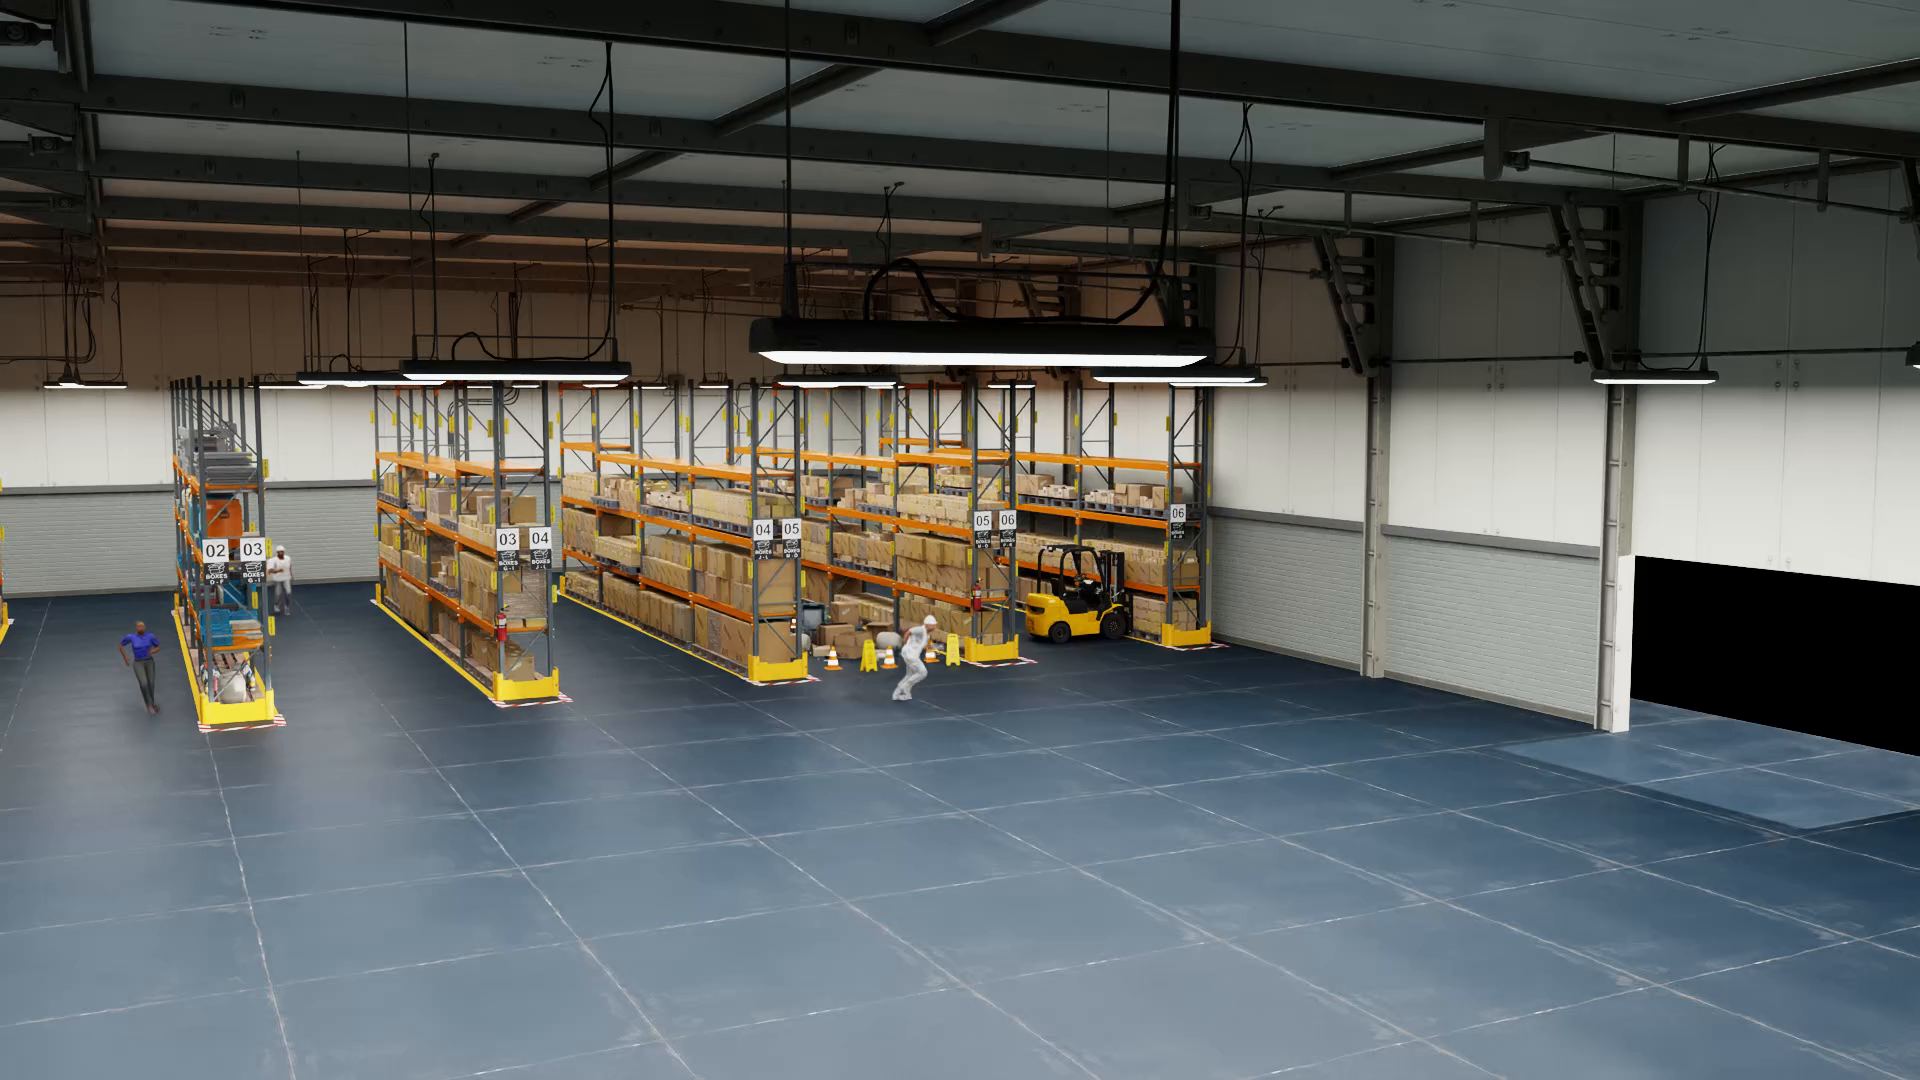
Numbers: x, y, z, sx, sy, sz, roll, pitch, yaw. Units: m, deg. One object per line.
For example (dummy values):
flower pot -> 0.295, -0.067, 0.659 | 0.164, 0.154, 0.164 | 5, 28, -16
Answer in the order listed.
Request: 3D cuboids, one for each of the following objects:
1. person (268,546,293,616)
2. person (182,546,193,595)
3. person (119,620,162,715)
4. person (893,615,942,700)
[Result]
person -> -17.405, 1.052, 42.644 | 0.655, 1.823, 0.855 | -4, 6, -37
person -> -21.193, 0.762, 46.053 | 0.868, 1.776, 0.619 | 0, 5, 1
person -> -14.608, 2.270, 29.699 | 0.664, 1.704, 0.762 | -4, 6, -36
person -> -0.817, 2.183, 30.708 | 0.921, 1.596, 0.722 | 1, 5, 14
